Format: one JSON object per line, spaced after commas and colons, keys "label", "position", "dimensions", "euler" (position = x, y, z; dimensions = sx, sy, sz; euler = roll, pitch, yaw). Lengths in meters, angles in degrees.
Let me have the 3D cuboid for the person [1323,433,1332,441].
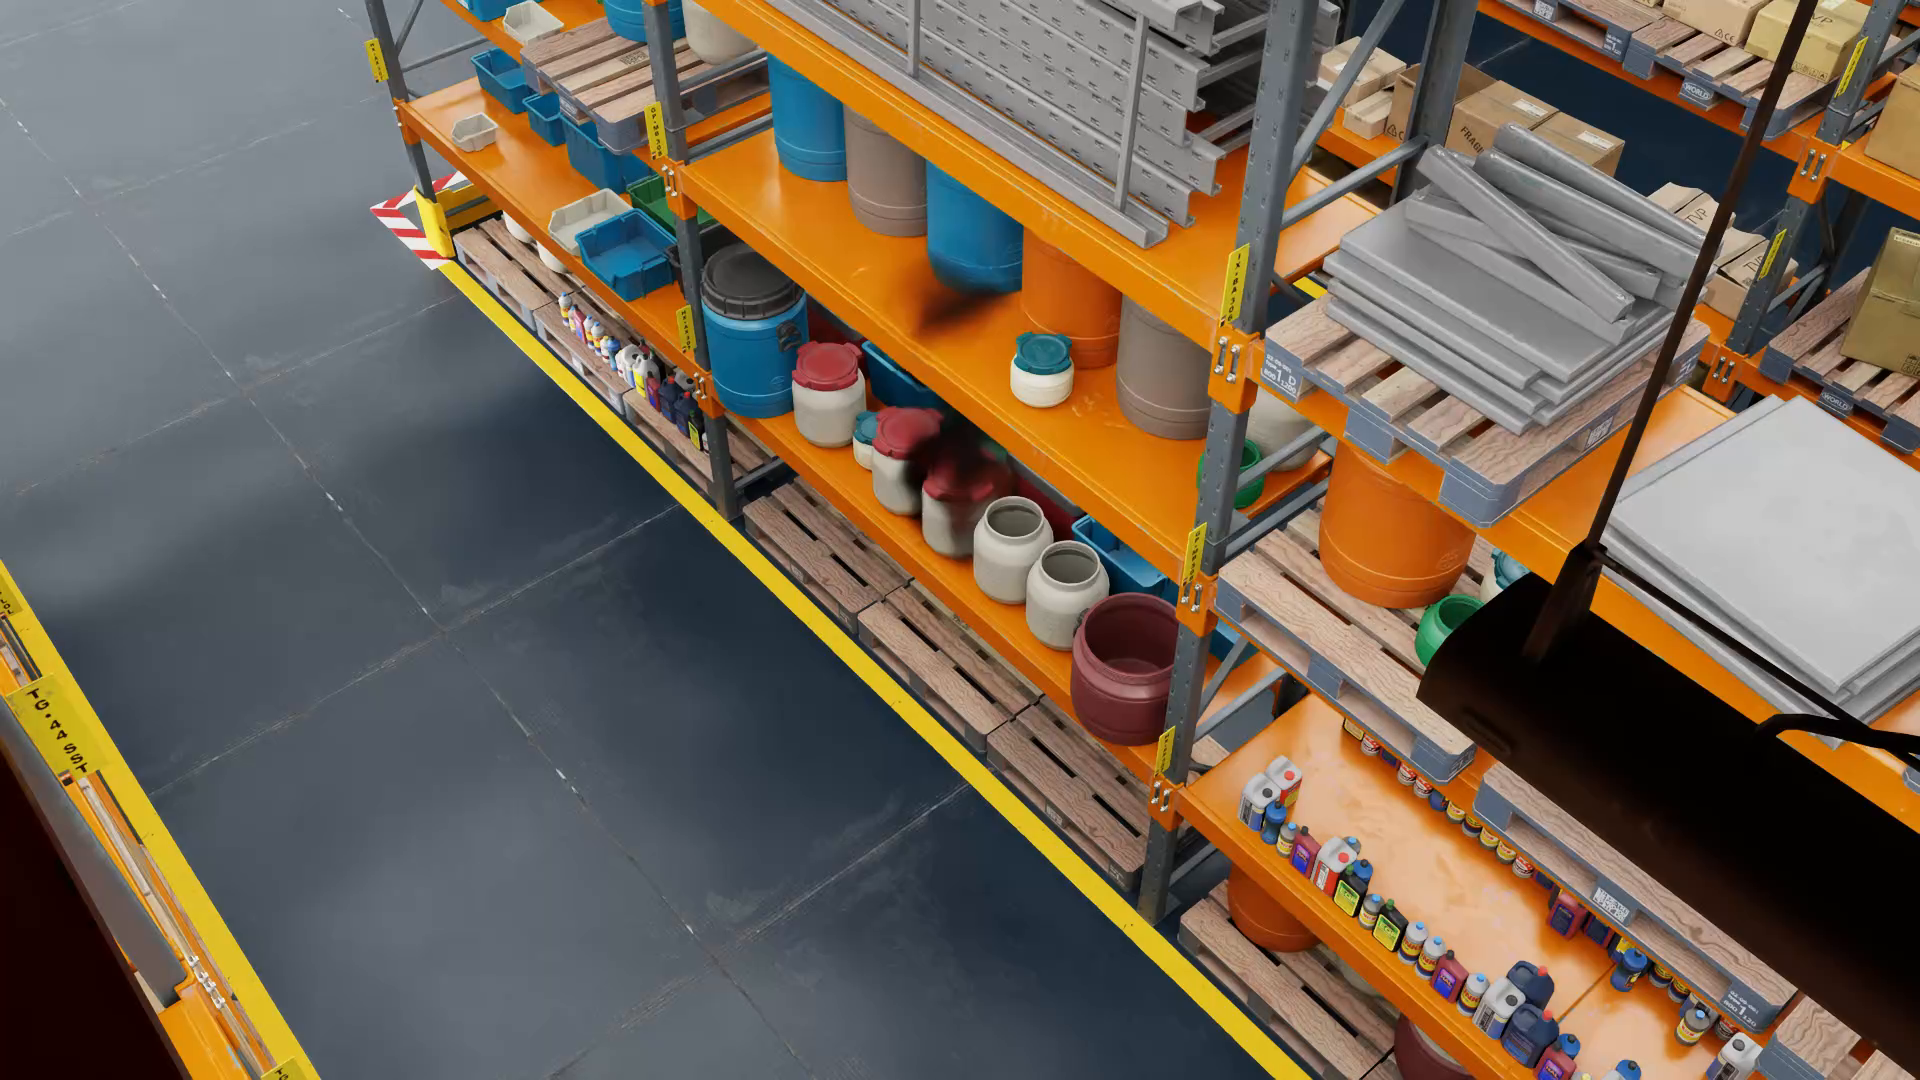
{"label": "person", "position": [2.612, -1.125, 10.526], "dimensions": [0.525, 1.767, 0.774], "euler": [-35, 56, -29]}
